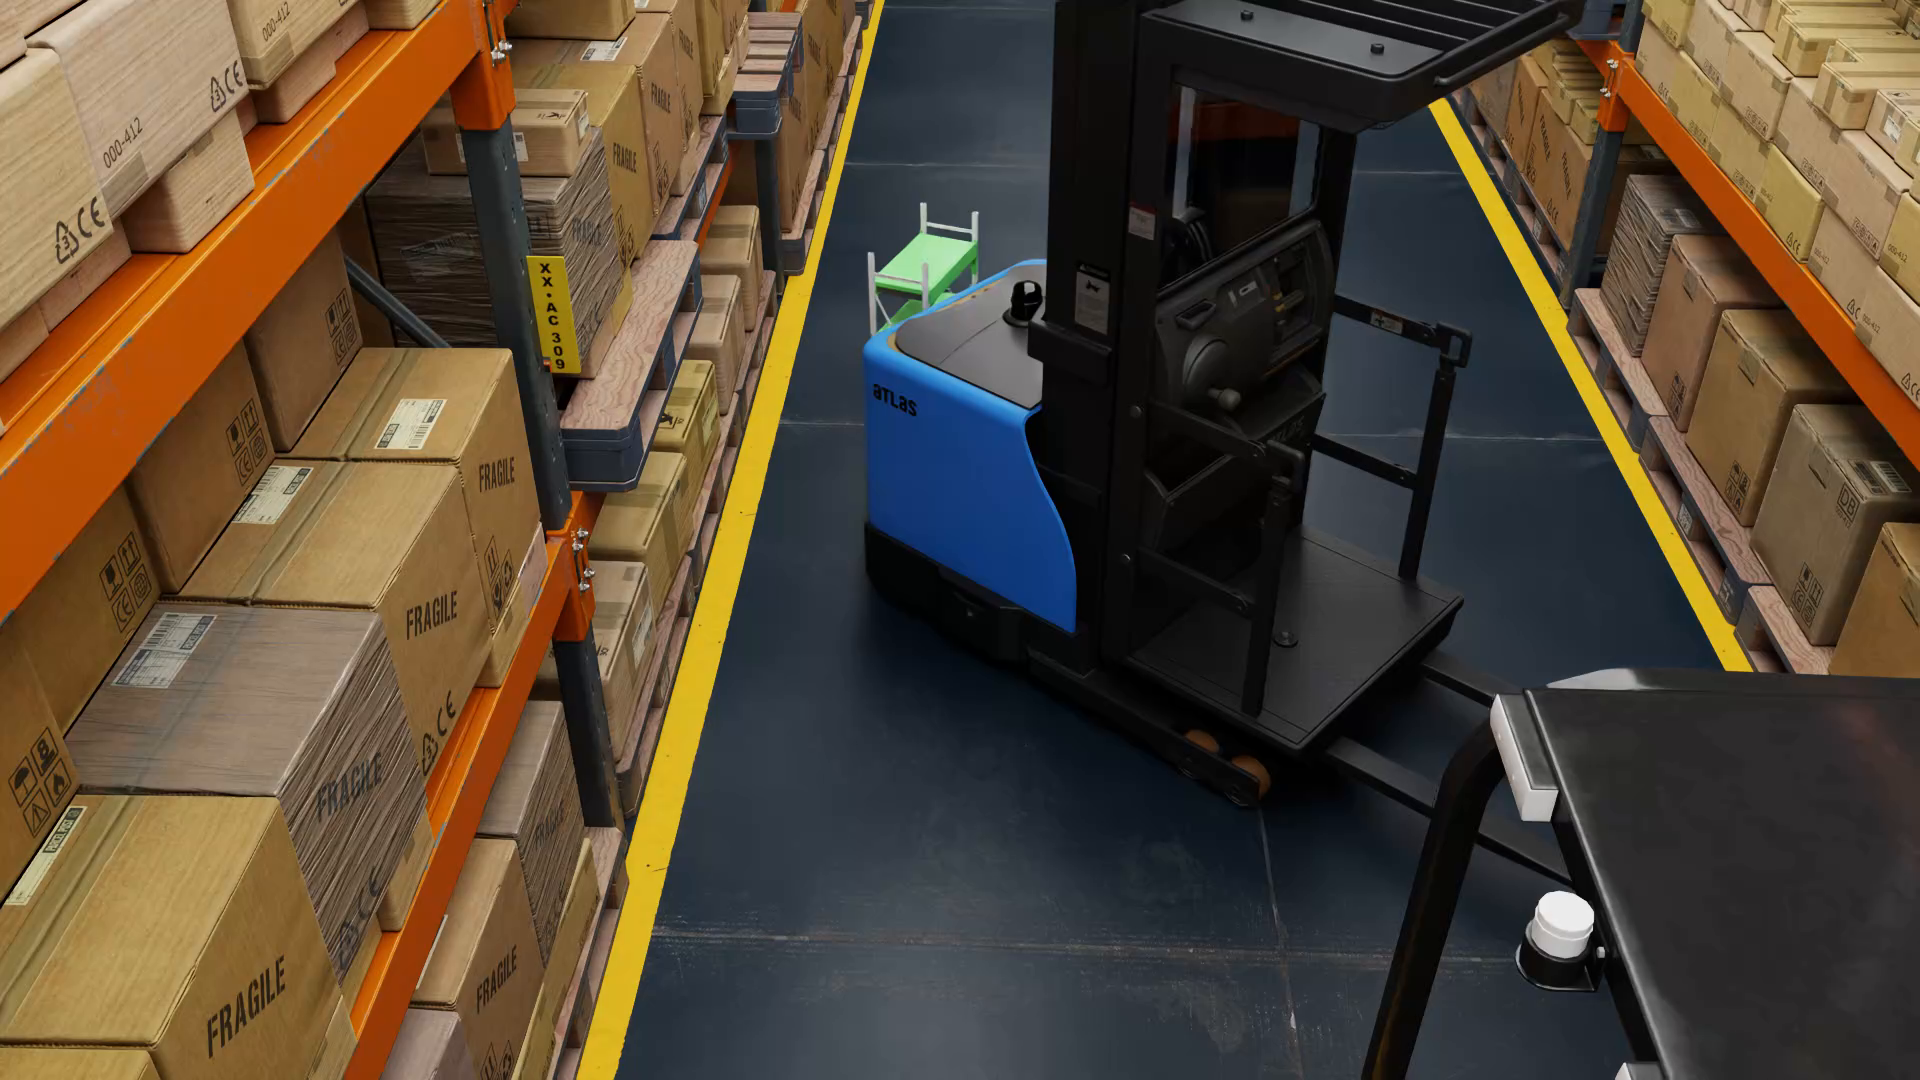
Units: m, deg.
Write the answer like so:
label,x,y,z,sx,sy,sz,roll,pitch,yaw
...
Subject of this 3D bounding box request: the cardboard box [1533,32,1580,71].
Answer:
label,x,y,z,sx,sy,sz,roll,pitch,yaw
cardboard box,3.419,-2.711,9.243,0.380,0.149,0.250,1,35,1

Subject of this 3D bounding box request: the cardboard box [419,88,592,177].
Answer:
label,x,y,z,sx,sy,sz,roll,pitch,yaw
cardboard box,-1.197,-1.081,4.404,0.380,0.149,0.250,1,35,2

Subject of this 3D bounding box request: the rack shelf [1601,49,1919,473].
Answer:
label,x,y,z,sx,sy,sz,roll,pitch,yaw
rack shelf,3.471,-0.961,6.135,1.077,0.370,4.000,1,35,2

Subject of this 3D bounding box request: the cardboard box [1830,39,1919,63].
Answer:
label,x,y,z,sx,sy,sz,roll,pitch,yaw
cardboard box,3.289,-1.641,5.826,0.380,0.149,0.250,1,35,2

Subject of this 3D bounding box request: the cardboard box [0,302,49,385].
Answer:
label,x,y,z,sx,sy,sz,roll,pitch,yaw
cardboard box,-1.434,-0.269,2.134,0.380,0.149,0.250,1,35,1

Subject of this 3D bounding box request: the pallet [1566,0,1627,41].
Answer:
label,x,y,z,sx,sy,sz,roll,pitch,yaw
pallet,3.509,-2.717,8.175,1.213,0.211,1.003,1,35,2

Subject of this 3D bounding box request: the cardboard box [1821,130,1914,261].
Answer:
label,x,y,z,sx,sy,sz,roll,pitch,yaw
cardboard box,3.195,-1.127,5.441,0.500,0.250,0.500,2,35,3

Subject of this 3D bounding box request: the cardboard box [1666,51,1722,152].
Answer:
label,x,y,z,sx,sy,sz,roll,pitch,yaw
cardboard box,3.265,-1.805,6.840,0.500,0.250,0.500,1,35,1

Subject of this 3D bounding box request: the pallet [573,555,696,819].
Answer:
label,x,y,z,sx,sy,sz,roll,pitch,yaw
pallet,-1.539,0.474,5.891,1.003,0.211,1.213,1,35,2

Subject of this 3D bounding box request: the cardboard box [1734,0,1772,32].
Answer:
label,x,y,z,sx,sy,sz,roll,pitch,yaw
cardboard box,3.253,-2.083,6.454,0.380,0.149,0.250,2,35,2

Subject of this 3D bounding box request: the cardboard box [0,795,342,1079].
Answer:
label,x,y,z,sx,sy,sz,roll,pitch,yaw
cardboard box,-1.384,0.768,2.703,0.500,0.500,0.500,1,35,1

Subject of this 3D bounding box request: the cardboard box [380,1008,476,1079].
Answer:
label,x,y,z,sx,sy,sz,roll,pitch,yaw
cardboard box,-1.362,1.359,3.582,0.500,0.500,0.500,3,35,4

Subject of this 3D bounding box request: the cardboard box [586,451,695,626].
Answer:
label,x,y,z,sx,sy,sz,roll,pitch,yaw
cardboard box,-1.525,-0.030,6.105,0.950,0.372,0.625,3,35,5

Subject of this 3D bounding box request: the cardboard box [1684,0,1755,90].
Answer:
label,x,y,z,sx,sy,sz,roll,pitch,yaw
cardboard box,3.269,-2.011,6.698,0.500,0.250,0.500,2,35,3

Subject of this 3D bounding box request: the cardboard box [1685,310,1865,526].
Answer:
label,x,y,z,sx,sy,sz,roll,pitch,yaw
cardboard box,3.468,-0.485,6.531,0.875,0.625,0.625,0,35,0

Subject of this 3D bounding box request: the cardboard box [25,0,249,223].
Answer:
label,x,y,z,sx,sy,sz,roll,pitch,yaw
cardboard box,-1.372,-0.664,2.349,0.500,0.250,0.500,1,35,1

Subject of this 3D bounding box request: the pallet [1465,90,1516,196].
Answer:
label,x,y,z,sx,sy,sz,roll,pitch,yaw
pallet,3.671,-2.391,9.969,1.003,0.211,1.213,1,35,2

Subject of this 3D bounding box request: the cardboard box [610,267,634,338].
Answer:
label,x,y,z,sx,sy,sz,roll,pitch,yaw
cardboard box,-1.212,-0.742,5.050,0.380,0.149,0.250,2,35,3

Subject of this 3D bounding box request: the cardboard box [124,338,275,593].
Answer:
label,x,y,z,sx,sy,sz,roll,pitch,yaw
cardboard box,-1.845,-0.250,3.282,0.700,0.500,0.500,2,35,2

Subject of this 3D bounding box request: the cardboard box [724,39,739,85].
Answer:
label,x,y,z,sx,sy,sz,roll,pitch,yaw
cardboard box,-1.108,-1.947,6.764,0.380,0.149,0.250,0,35,0

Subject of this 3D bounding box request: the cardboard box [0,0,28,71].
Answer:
label,x,y,z,sx,sy,sz,roll,pitch,yaw
cardboard box,-1.330,-0.590,1.897,0.380,0.149,0.250,2,35,3

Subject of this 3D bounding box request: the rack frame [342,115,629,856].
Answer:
label,x,y,z,sx,sy,sz,roll,pitch,yaw
rack frame,-1.569,-0.219,4.453,1.000,3.000,0.127,1,35,2

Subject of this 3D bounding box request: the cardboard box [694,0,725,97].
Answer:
label,x,y,z,sx,sy,sz,roll,pitch,yaw
cardboard box,-1.177,-1.997,6.272,0.500,0.500,0.500,-1,35,-1

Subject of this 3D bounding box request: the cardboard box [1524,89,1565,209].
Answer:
label,x,y,z,sx,sy,sz,roll,pitch,yaw
cardboard box,3.384,-2.089,8.923,0.500,0.500,0.500,1,35,1

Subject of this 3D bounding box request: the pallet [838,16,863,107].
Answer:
label,x,y,z,sx,sy,sz,roll,pitch,yaw
pallet,-1.203,-3.229,11.162,1.003,0.211,1.213,1,35,2

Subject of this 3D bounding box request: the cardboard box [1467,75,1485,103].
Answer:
label,x,y,z,sx,sy,sz,roll,pitch,yaw
cardboard box,3.432,-2.987,10.199,0.500,0.500,0.500,0,35,0

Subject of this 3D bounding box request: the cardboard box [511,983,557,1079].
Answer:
label,x,y,z,sx,sy,sz,roll,pitch,yaw
cardboard box,-1.335,1.386,4.195,0.500,0.250,0.500,0,35,1

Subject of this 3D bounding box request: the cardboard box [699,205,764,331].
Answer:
label,x,y,z,sx,sy,sz,roll,pitch,yaw
cardboard box,-1.441,-1.290,7.896,0.950,0.372,0.625,-1,35,-1

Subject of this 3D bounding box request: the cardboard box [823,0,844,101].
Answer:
label,x,y,z,sx,sy,sz,roll,pitch,yaw
cardboard box,-1.221,-3.241,10.235,0.875,0.875,0.875,2,35,3

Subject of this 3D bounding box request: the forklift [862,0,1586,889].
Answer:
label,x,y,z,sx,sy,sz,roll,pitch,yaw
forklift,1.067,-0.663,5.145,3.031,2.935,1.130,27,43,33

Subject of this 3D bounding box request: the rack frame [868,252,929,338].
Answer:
label,x,y,z,sx,sy,sz,roll,pitch,yaw
rack frame,-0.229,-0.550,6.489,0.240,1.200,0.015,13,37,18

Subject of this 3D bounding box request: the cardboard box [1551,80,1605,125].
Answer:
label,x,y,z,sx,sy,sz,roll,pitch,yaw
cardboard box,3.298,-2.266,8.611,0.380,0.149,0.250,0,35,-1

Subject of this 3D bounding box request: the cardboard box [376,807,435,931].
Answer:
label,x,y,z,sx,sy,sz,roll,pitch,yaw
cardboard box,-1.315,0.659,3.422,0.380,0.149,0.250,1,35,1

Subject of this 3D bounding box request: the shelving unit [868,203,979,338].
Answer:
label,x,y,z,sx,sy,sz,roll,pitch,yaw
shelving unit,-0.136,-0.679,6.673,0.258,1.200,0.503,13,37,18

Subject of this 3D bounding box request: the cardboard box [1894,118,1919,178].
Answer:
label,x,y,z,sx,sy,sz,roll,pitch,yaw
cardboard box,3.189,-1.206,5.206,0.380,0.149,0.250,1,35,1

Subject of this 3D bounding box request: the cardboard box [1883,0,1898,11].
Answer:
label,x,y,z,sx,sy,sz,roll,pitch,yaw
cardboard box,3.831,-2.077,6.445,0.380,0.149,0.250,1,35,1

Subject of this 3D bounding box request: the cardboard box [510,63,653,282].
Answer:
label,x,y,z,sx,sy,sz,roll,pitch,yaw
cardboard box,-1.244,-1.104,5.001,0.500,0.500,0.500,1,35,2

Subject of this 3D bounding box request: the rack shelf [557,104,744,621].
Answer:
label,x,y,z,sx,sy,sz,roll,pitch,yaw
rack shelf,-1.488,-1.074,6.295,1.077,0.370,4.000,1,35,2

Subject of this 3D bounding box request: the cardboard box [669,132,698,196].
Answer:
label,x,y,z,sx,sy,sz,roll,pitch,yaw
cardboard box,-1.151,-1.347,5.911,0.380,0.149,0.250,3,35,4

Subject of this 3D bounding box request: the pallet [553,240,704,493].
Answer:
label,x,y,z,sx,sy,sz,roll,pitch,yaw
pallet,-1.393,-0.576,5.128,1.003,0.211,1.213,1,35,2

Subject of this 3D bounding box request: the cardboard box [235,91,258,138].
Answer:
label,x,y,z,sx,sy,sz,roll,pitch,yaw
cardboard box,-1.418,-0.720,2.776,0.380,0.149,0.250,0,35,0

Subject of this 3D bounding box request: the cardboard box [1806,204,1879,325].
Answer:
label,x,y,z,sx,sy,sz,roll,pitch,yaw
cardboard box,3.215,-0.914,5.573,0.500,0.250,0.500,2,35,2

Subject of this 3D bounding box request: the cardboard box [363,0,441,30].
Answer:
label,x,y,z,sx,sy,sz,roll,pitch,yaw
cardboard box,-1.276,-1.155,3.395,0.380,0.149,0.250,1,35,2

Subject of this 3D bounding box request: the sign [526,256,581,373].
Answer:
label,x,y,z,sx,sy,sz,roll,pitch,yaw
sign,-1.026,-0.565,4.193,0.100,0.325,0.005,1,35,2

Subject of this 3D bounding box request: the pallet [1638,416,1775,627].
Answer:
label,x,y,z,sx,sy,sz,roll,pitch,yaw
pallet,3.428,-0.093,6.698,1.003,0.211,1.213,1,35,2

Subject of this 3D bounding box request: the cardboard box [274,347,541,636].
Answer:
label,x,y,z,sx,sy,sz,roll,pitch,yaw
cardboard box,-1.338,-0.121,3.967,0.500,0.500,0.500,0,35,1

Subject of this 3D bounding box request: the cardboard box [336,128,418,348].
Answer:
label,x,y,z,sx,sy,sz,roll,pitch,yaw
cardboard box,-1.780,-0.824,4.603,0.500,0.500,0.500,1,35,1
